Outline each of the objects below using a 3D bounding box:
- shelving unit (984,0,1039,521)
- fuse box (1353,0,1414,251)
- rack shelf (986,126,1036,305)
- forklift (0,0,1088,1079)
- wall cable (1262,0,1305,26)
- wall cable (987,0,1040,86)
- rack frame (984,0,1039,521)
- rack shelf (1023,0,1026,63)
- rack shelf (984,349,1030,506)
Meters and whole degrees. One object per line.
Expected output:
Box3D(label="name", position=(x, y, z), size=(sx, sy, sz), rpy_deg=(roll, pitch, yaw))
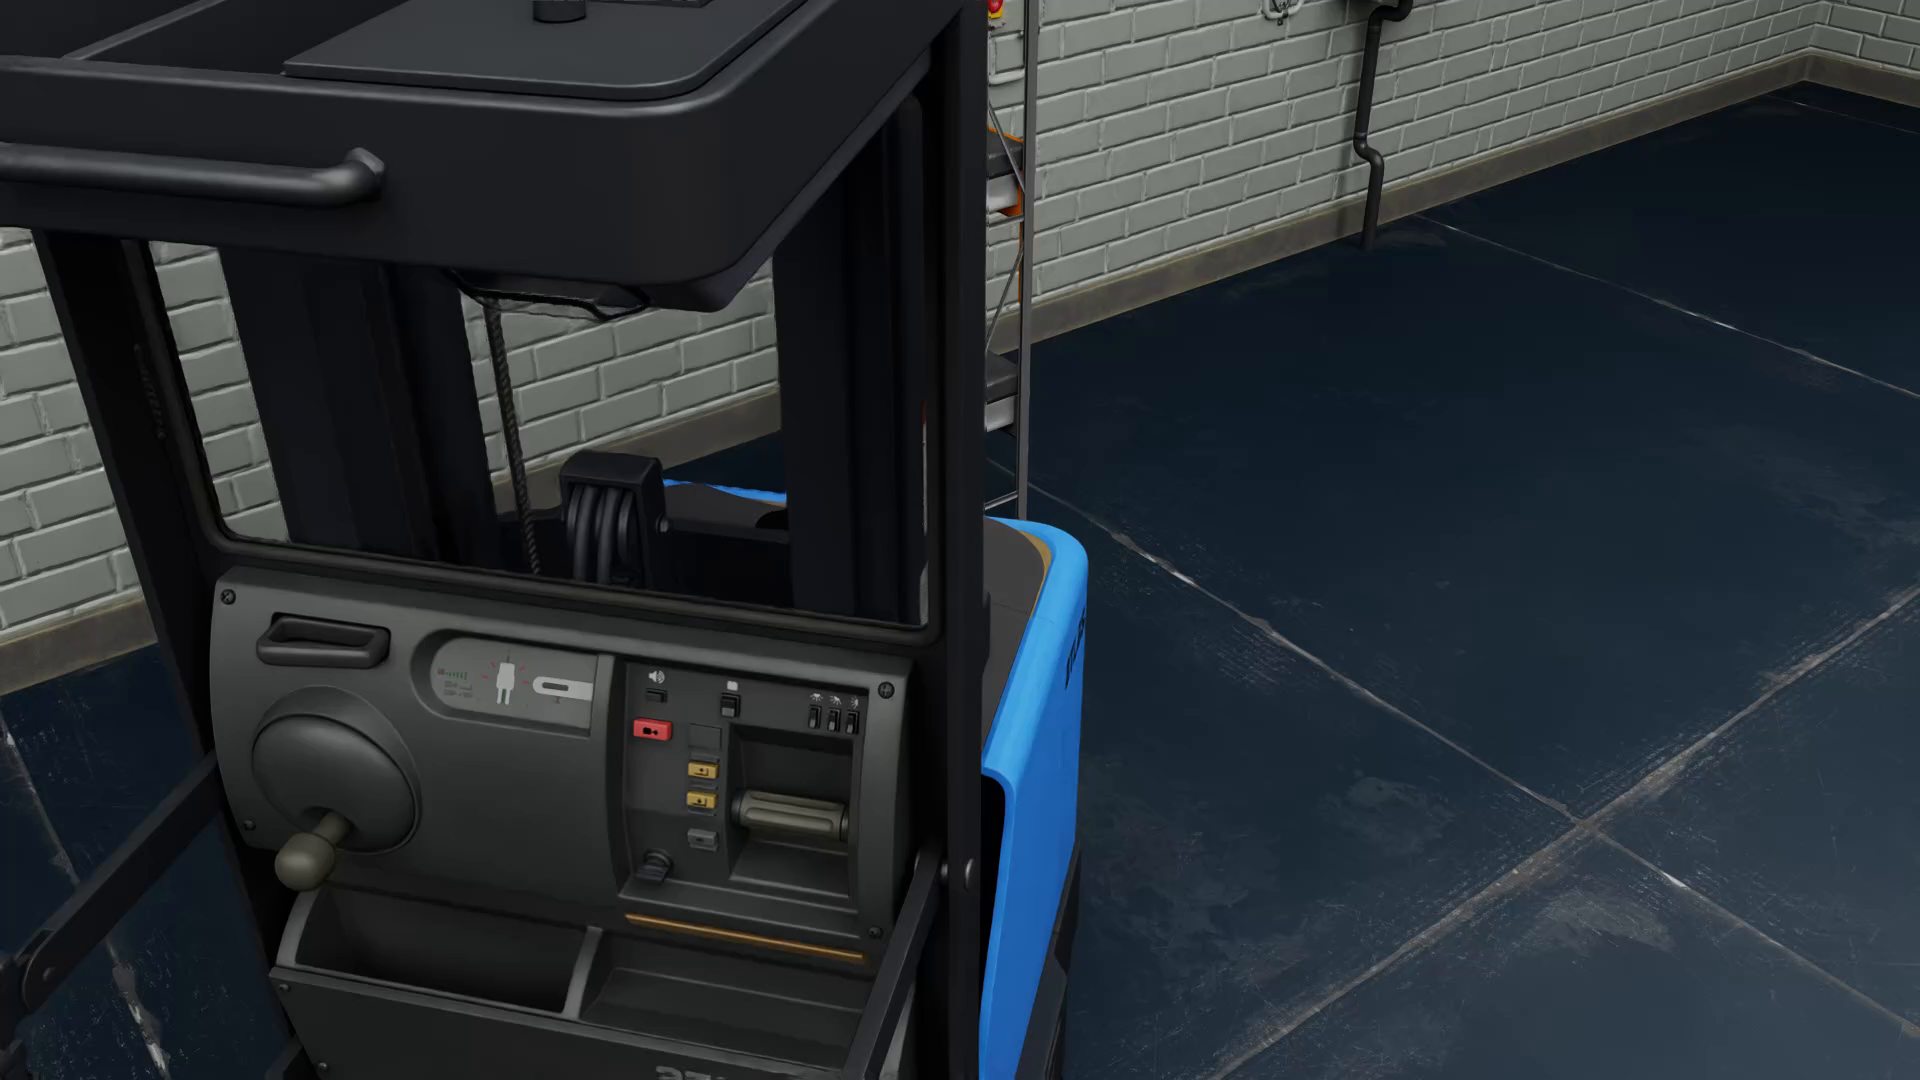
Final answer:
Box3D(label="shelving unit", position=(-0.101, -0.961, 4.807), size=(0.431, 2.100, 0.503), rpy_deg=(-22, 38, -31))
Box3D(label="fuse box", position=(1.826, -2.004, 6.856), size=(0.539, 1.711, 0.414), rpy_deg=(-22, 38, -31))
Box3D(label="rack shelf", position=(-0.101, -0.949, 4.814), size=(0.431, 0.518, 0.480), rpy_deg=(-22, 38, -31))
Box3D(label="forklift", position=(-0.569, 0.338, 1.928), size=(1.130, 2.935, 3.031), rpy_deg=(7, 33, 11))
Box3D(label="wall cable", position=(1.191, -2.828, 5.998), size=(0.588, 1.984, 0.122), rpy_deg=(-22, 38, -31))
Box3D(label="wall cable", position=(0.077, -2.378, 5.243), size=(0.585, 1.953, 0.123), rpy_deg=(-22, 38, -31))
Box3D(label="rack frame", position=(0.048, -0.859, 4.643), size=(0.400, 2.100, 0.015), rpy_deg=(-22, 38, -31))
Box3D(label="rack shelf", position=(-0.101, -1.544, 4.445), size=(0.431, 0.518, 0.480), rpy_deg=(-22, 38, -31))
Box3D(label="rack shelf", position=(-0.101, -0.355, 5.184), size=(0.431, 0.518, 0.480), rpy_deg=(-22, 38, -31))
